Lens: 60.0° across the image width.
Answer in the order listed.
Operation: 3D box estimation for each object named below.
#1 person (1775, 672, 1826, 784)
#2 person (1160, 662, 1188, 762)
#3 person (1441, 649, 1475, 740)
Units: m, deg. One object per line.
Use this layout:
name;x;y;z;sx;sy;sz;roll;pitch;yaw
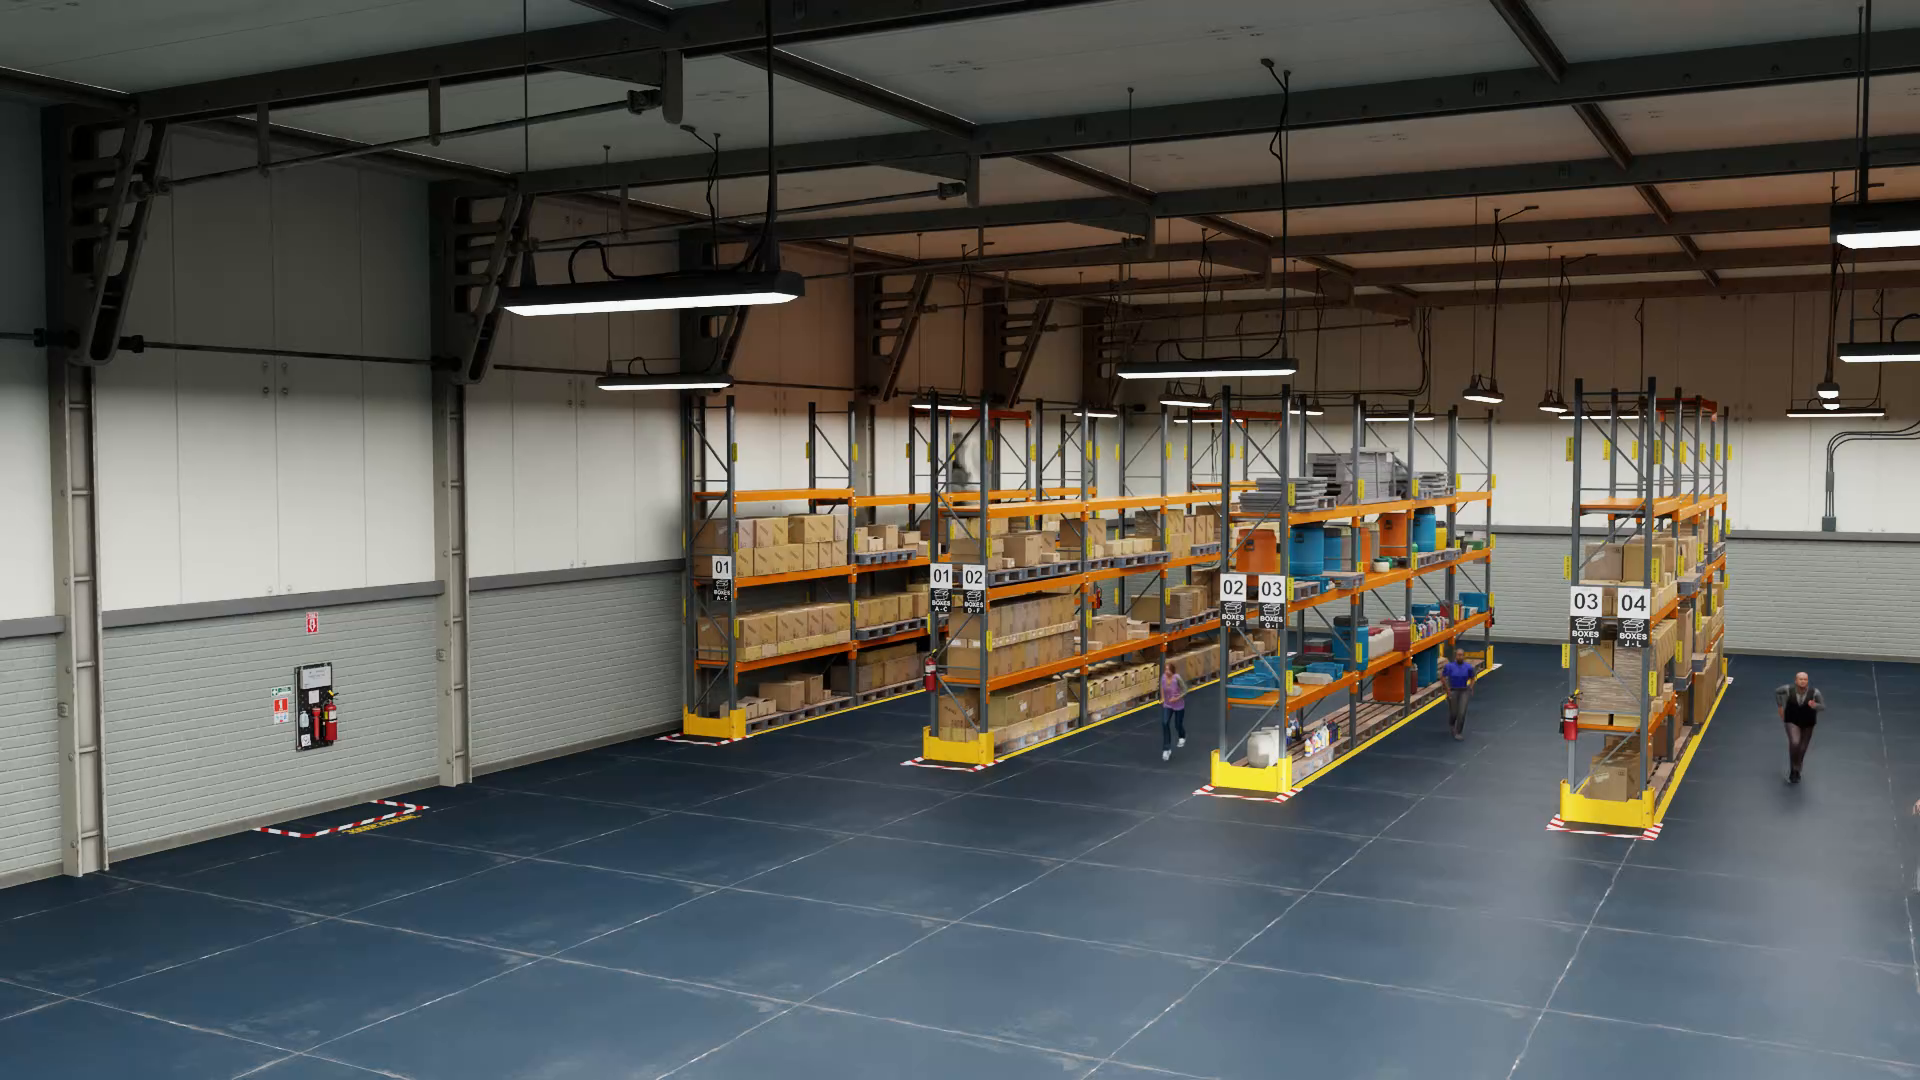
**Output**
person;12.744;2.828;25.250;0.646;1.692;0.924;1;3;16
person;3.528;2.779;27.358;0.540;1.588;0.997;1;3;24
person;8.702;2.682;29.052;0.582;1.598;0.656;0;3;9
